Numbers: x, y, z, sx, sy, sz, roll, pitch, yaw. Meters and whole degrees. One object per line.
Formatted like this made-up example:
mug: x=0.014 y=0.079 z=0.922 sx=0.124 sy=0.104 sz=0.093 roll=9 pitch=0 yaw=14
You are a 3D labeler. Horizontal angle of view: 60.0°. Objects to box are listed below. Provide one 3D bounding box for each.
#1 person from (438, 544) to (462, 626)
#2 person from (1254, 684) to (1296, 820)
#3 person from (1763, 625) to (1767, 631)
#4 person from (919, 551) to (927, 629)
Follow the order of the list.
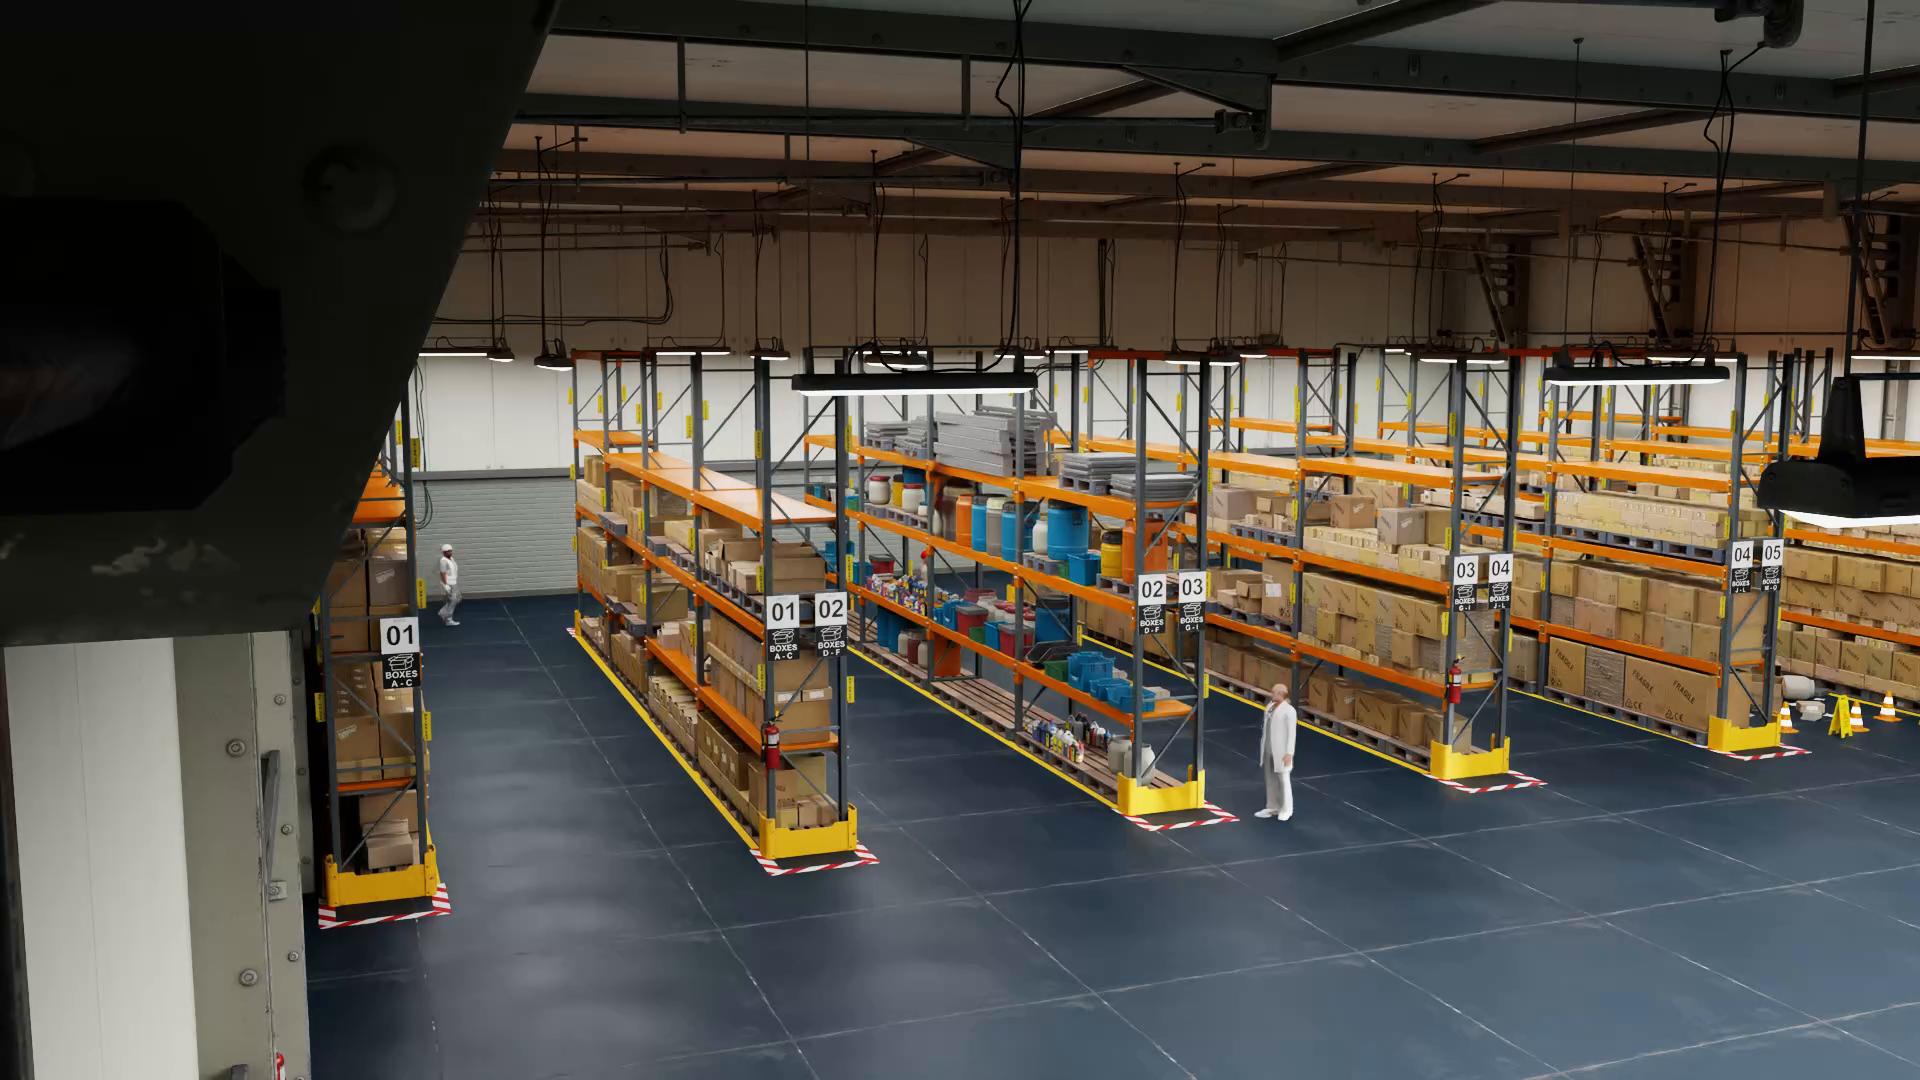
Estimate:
person: x=-11.044 y=0.971 z=35.930 sx=0.501 sy=1.774 sz=0.618 roll=-2 pitch=7 yaw=-16
person: x=4.153 y=2.864 z=21.726 sx=0.434 sy=1.603 sz=0.675 roll=-5 pitch=9 yaw=-34
person: x=16.938 y=1.124 z=35.376 sx=0.561 sy=1.674 sz=0.738 roll=-5 pitch=9 yaw=-35
person: x=-0.717 y=1.122 z=34.894 sx=0.413 sy=1.824 sz=0.641 roll=0 pitch=7 yaw=-4
